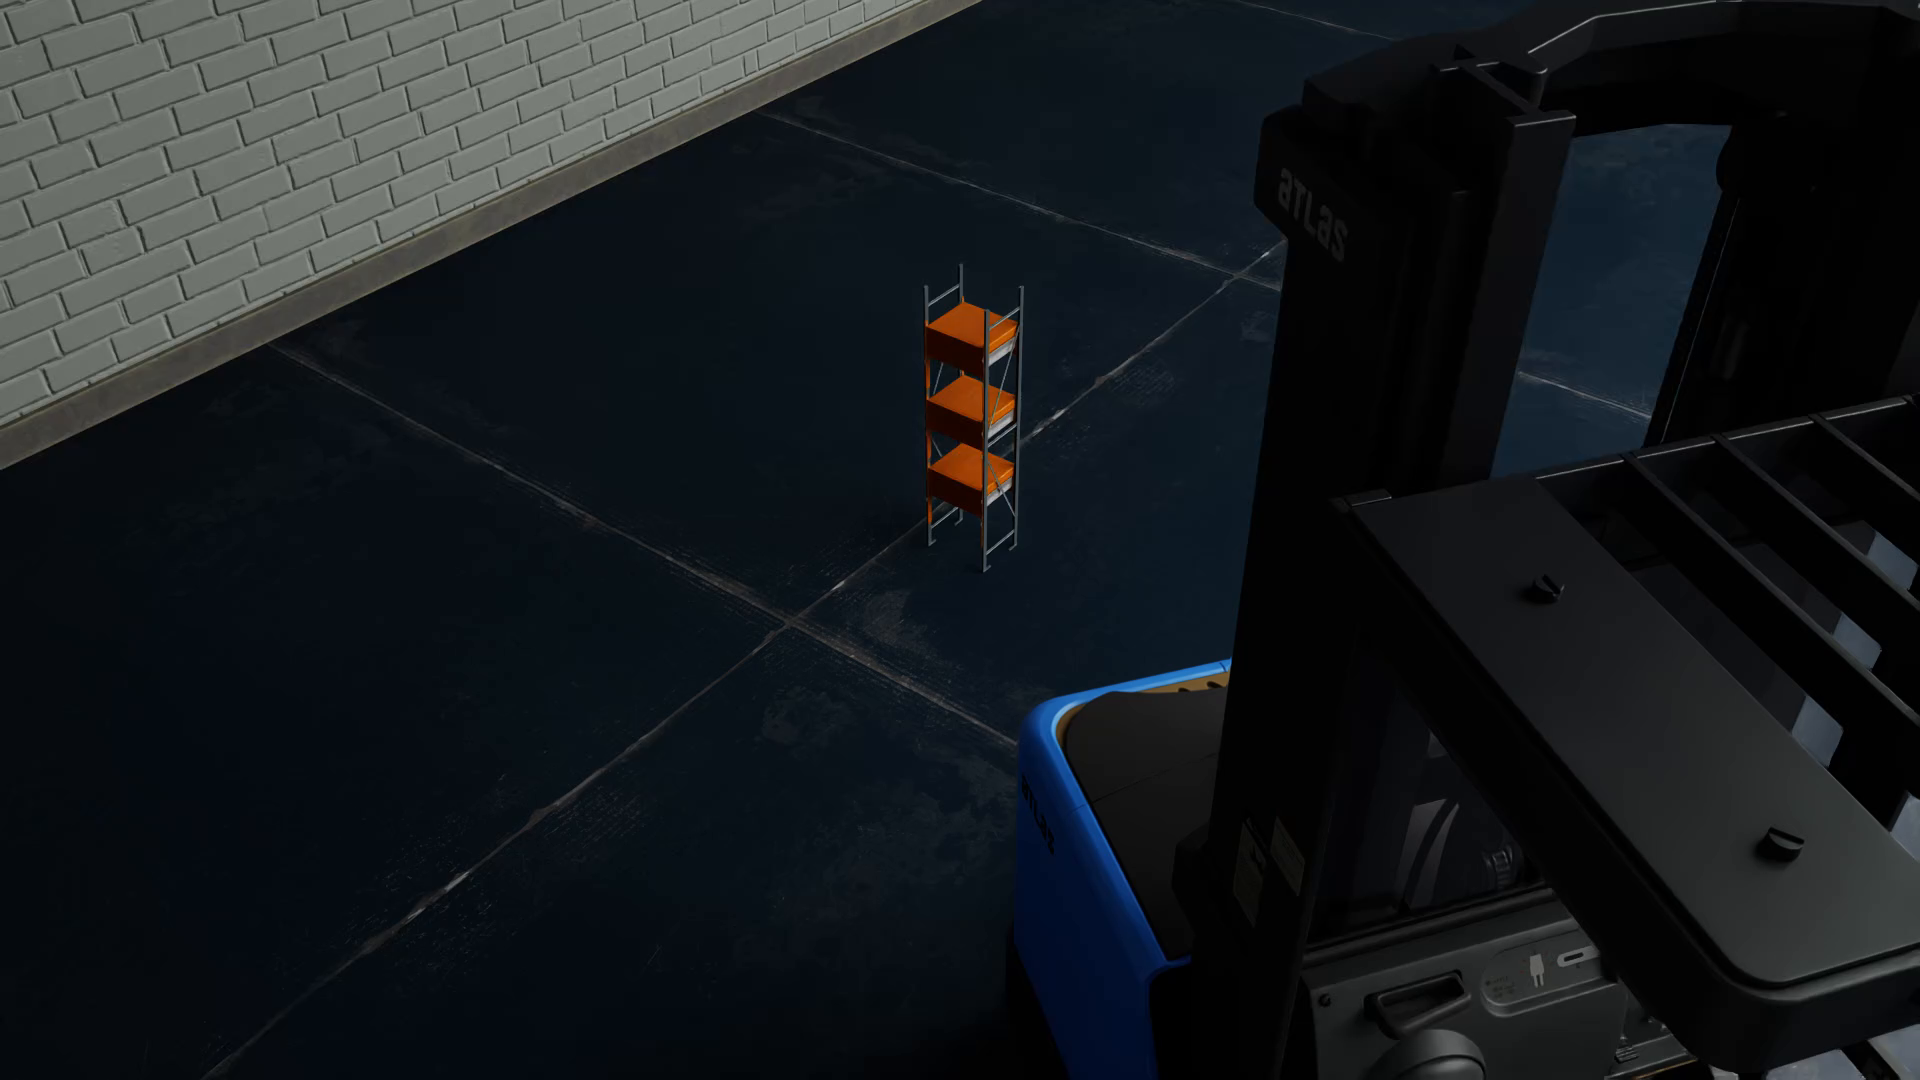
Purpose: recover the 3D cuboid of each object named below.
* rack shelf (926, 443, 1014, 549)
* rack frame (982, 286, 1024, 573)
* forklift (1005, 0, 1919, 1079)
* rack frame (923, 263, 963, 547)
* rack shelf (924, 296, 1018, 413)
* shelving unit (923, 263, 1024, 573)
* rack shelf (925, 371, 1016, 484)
[{"bbox_3d":[0.043,-0.166,5.794,0.240,0.259,0.215,25,45,29],"label":"rack shelf"},{"bbox_3d":[0.139,-0.348,5.558,0.008,1.050,0.200,25,45,29],"label":"rack frame"},{"bbox_3d":[1.048,0.838,2.517,1.130,2.935,3.031,-11,39,-14],"label":"forklift"},{"bbox_3d":[-0.054,-0.439,5.674,0.008,1.050,0.200,25,45,29],"label":"rack frame"},{"bbox_3d":[0.042,-0.608,5.448,0.240,0.259,0.215,25,45,29],"label":"rack shelf"},{"bbox_3d":[0.042,-0.393,5.616,0.252,1.050,0.215,25,45,29],"label":"shelving unit"},{"bbox_3d":[0.042,-0.385,5.623,0.240,0.259,0.215,25,45,29],"label":"rack shelf"}]
